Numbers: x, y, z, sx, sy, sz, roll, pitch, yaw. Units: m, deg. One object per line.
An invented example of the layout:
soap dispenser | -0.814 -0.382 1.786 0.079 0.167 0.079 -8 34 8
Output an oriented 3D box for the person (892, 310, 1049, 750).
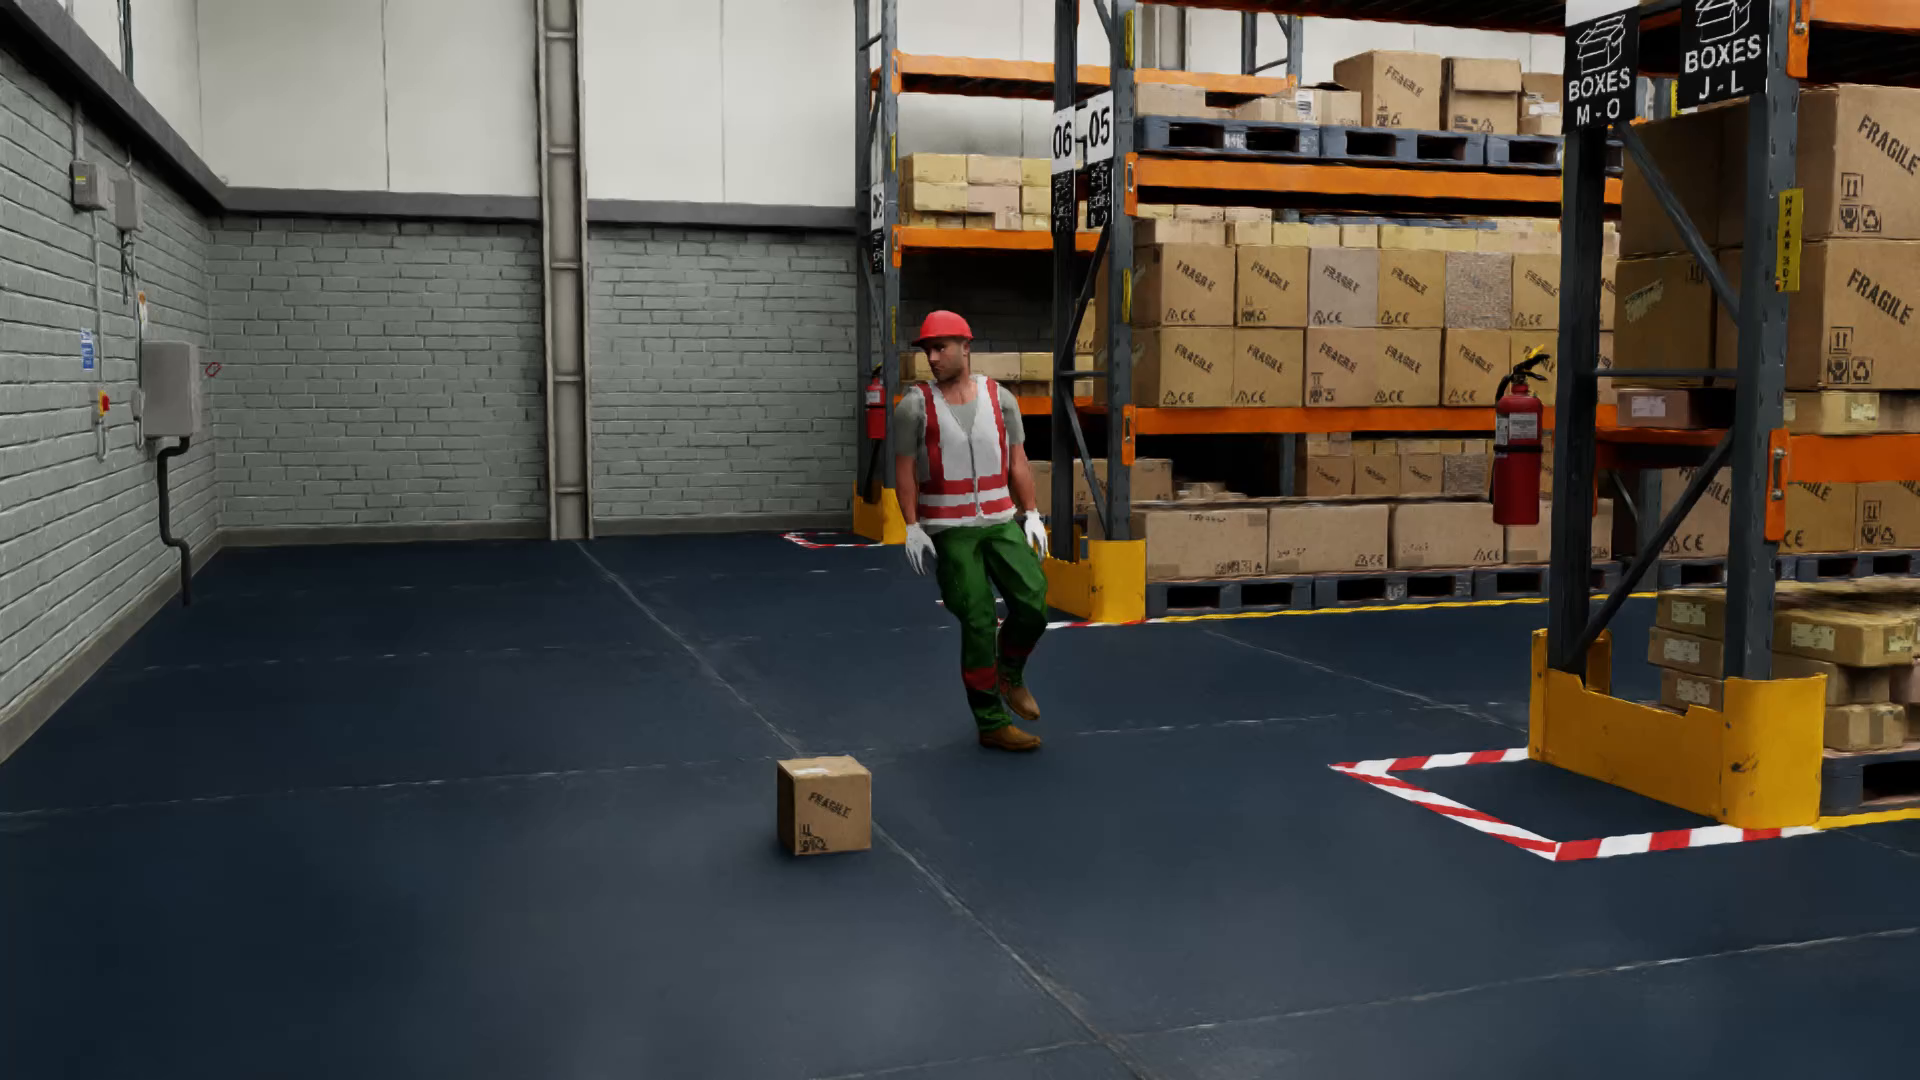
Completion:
person | 0.066 -0.043 6.728 0.649 1.762 0.516 -2 6 -22
